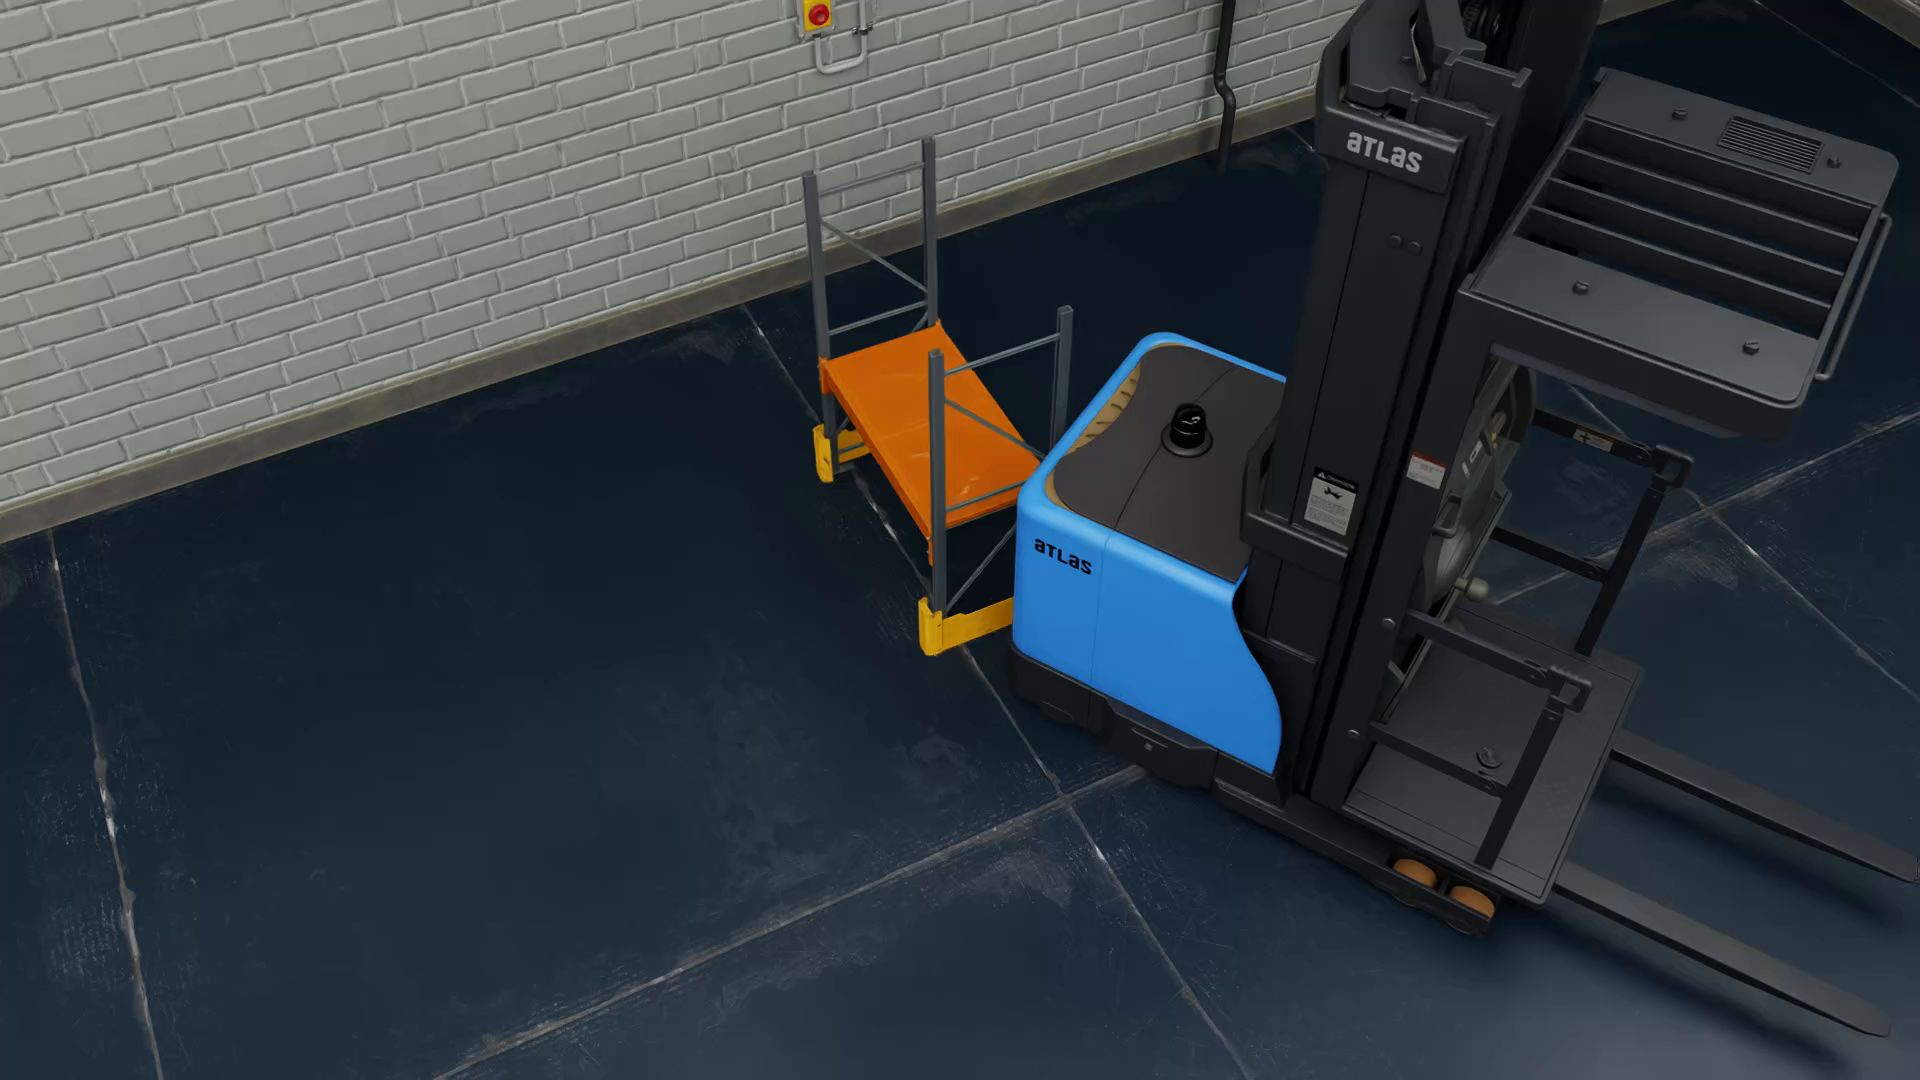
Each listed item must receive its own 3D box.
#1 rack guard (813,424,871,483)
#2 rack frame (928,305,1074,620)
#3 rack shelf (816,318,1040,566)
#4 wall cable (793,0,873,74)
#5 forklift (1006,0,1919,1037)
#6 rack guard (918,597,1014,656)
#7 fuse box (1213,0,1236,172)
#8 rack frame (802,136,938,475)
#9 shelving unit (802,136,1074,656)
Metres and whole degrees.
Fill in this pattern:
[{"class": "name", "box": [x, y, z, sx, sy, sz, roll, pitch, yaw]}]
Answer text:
[{"class": "rack guard", "box": [-0.317, -0.438, 6.860, 0.587, 0.250, 0.087, -20, 52, -17]}, {"class": "rack frame", "box": [0.131, -0.164, 5.789, 0.500, 1.500, 0.032, -20, 52, -17]}, {"class": "rack shelf", "box": [-0.093, -0.389, 6.225, 0.538, 0.185, 1.000, -20, 52, -17]}, {"class": "wall cable", "box": [-0.602, -2.538, 6.174, 0.585, 1.953, 0.123, -21, 52, -18]}, {"class": "forklift", "box": [1.695, -0.126, 4.806, 3.031, 2.935, 1.130, 25, 53, 20]}, {"class": "rack guard", "box": [0.122, 0.235, 6.271, 0.587, 0.250, 0.087, -20, 52, -17]}, {"class": "fuse box", "box": [1.333, -2.395, 7.601, 0.539, 1.711, 0.414, -21, 52, -18]}, {"class": "rack frame", "box": [-0.317, -0.851, 6.390, 0.500, 1.500, 0.032, -20, 52, -17]}, {"class": "shelving unit", "box": [-0.097, -0.513, 6.095, 0.587, 1.500, 1.083, -20, 52, -17]}]
